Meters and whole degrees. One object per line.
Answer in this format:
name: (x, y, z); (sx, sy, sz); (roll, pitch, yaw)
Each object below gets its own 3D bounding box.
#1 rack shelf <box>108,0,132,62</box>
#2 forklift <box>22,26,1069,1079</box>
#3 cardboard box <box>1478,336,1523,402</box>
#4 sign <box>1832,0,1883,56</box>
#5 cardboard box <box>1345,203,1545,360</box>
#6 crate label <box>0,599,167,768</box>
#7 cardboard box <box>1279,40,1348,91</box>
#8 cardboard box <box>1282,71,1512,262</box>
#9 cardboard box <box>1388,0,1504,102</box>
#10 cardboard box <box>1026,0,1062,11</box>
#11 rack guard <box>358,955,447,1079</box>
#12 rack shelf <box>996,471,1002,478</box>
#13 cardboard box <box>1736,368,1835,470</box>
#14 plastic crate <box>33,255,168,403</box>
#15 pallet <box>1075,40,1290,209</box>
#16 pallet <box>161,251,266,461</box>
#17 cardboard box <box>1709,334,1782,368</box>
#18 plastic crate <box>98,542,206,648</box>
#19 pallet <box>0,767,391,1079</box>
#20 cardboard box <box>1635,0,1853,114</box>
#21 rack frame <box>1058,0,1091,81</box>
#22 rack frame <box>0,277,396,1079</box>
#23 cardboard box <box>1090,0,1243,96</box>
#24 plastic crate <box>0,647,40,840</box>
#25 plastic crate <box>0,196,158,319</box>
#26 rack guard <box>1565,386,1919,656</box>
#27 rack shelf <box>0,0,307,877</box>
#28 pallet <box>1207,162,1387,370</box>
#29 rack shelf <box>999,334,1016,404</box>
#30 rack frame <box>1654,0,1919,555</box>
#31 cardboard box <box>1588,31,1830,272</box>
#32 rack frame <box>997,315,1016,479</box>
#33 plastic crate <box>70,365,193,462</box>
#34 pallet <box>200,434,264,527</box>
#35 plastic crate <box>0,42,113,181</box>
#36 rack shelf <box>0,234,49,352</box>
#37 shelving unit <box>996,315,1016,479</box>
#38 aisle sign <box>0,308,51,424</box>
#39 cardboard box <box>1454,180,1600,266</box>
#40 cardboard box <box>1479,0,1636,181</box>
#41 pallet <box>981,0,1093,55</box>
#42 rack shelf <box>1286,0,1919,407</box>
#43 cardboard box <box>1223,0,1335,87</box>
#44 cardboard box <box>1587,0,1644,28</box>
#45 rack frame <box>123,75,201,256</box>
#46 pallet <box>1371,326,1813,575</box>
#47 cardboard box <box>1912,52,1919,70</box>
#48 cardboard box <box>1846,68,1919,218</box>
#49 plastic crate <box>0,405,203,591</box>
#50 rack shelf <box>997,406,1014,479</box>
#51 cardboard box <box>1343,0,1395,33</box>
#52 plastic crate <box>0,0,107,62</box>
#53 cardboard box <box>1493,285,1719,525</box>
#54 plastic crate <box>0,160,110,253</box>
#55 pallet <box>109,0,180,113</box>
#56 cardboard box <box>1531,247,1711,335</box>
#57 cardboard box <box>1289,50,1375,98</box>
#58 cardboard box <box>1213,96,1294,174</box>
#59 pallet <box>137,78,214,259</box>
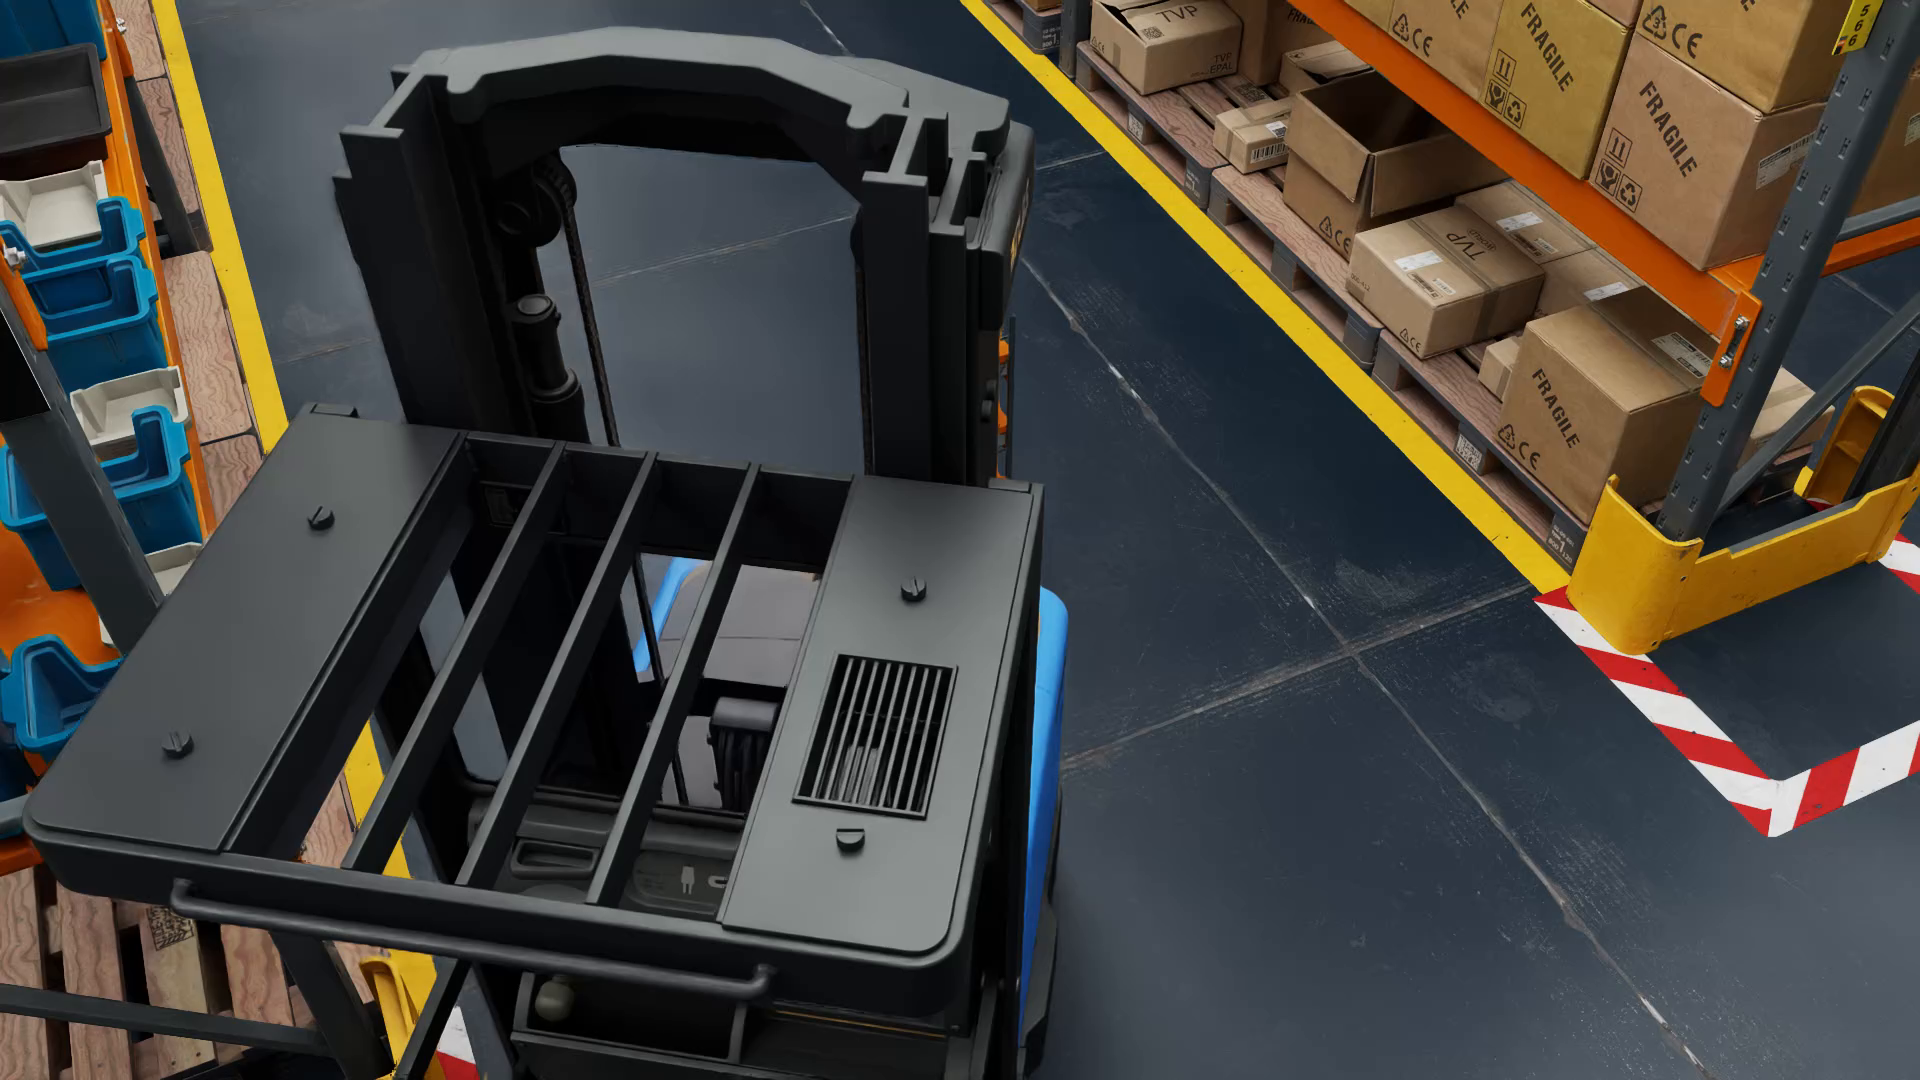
rack shelf: (-4.381, -3.020, 7.187); (1.077, 0.370, 4.000); (-18, 47, -17)
forklift: (-0.466, 0.803, 2.849); (1.130, 2.935, 3.031); (7, 45, 7)
cardboard box: (2.097, -0.619, 5.946); (0.380, 0.166, 0.250); (-18, 47, -17)
sign: (2.126, -1.286, 3.868); (0.100, 0.325, 0.005); (-18, 47, -17)
cardboard box: (1.814, -0.978, 6.250); (0.500, 0.250, 0.500); (-18, 47, -17)
crate label: (-1.663, 0.332, 3.355); (0.416, 0.233, 0.303); (-18, 47, -17)
cardboard box: (1.665, -2.103, 7.462); (0.380, 0.149, 0.250); (-18, 47, -17)
cardboard box: (1.751, -1.534, 6.633); (0.797, 0.503, 0.637); (-18, 47, -17)
cardboard box: (1.776, -1.802, 5.370); (0.500, 0.500, 0.500); (-18, 47, -17)
cardboard box: (0.488, -2.958, 8.079); (0.500, 0.500, 0.500); (-18, 47, -18)
rack guard: (-1.836, 1.449, 3.925); (1.175, 0.500, 0.348); (-18, 47, -17)
rack shelf: (0.022, -0.134, 5.549); (0.215, 0.259, 0.240); (-18, 47, -17)
cardboard box: (2.774, -0.423, 5.759); (0.380, 0.149, 0.250); (-18, 47, -17)
plastic crate: (-2.217, -0.507, 4.205); (0.416, 0.233, 0.300); (-18, 47, -17)
pallet: (1.244, -2.031, 7.658); (1.003, 0.211, 1.213); (-18, 47, -17)
pallet: (-3.195, -0.551, 6.159); (1.003, 0.211, 1.213); (-18, 47, -17)
cardboard box: (2.668, -0.588, 5.915); (0.380, 0.166, 0.250); (-18, 47, -17)
plastic crate: (-1.723, 0.137, 3.621); (0.250, 0.136, 0.298); (-18, 47, -17)
pallet: (-2.169, 1.004, 4.583); (1.003, 0.211, 1.213); (-18, 47, -17)
cardboard box: (2.201, -1.506, 4.358); (0.500, 0.500, 0.500); (-18, 48, -18)
rack frame: (0.956, -3.462, 7.123); (1.000, 3.000, 0.127); (-18, 47, -17)
rack frame: (-1.861, 0.549, 3.058); (0.949, 2.616, 0.053); (-18, 47, -17)
cardboard box: (0.936, -2.330, 7.577); (0.500, 0.311, 0.500); (-18, 47, -17)
plastic crate: (-2.168, 0.356, 3.186); (0.616, 0.435, 0.499); (-18, 47, -17)
plastic crate: (-2.343, -0.699, 4.399); (0.416, 0.233, 0.300); (-18, 47, -17)
rack guard: (2.606, -0.071, 5.466); (1.175, 0.500, 0.348); (-18, 47, -17)
rack shelf: (-2.699, -0.471, 4.603); (1.077, 0.370, 4.000); (-18, 47, -17)
pallet: (1.761, -1.252, 6.869); (1.003, 0.211, 1.213); (-18, 47, -17)
rack shelf: (0.022, -0.534, 5.155); (0.215, 0.259, 0.240); (-18, 47, -17)
rack frame: (2.638, -0.913, 4.539); (1.000, 3.000, 0.127); (-18, 47, -17)
cardboard box: (2.203, -1.153, 4.712); (0.500, 0.500, 0.500); (-17, 47, -16)
rack frame: (0.074, -0.262, 5.268); (0.200, 1.050, 0.008); (-18, 47, -17)
plastic crate: (-2.008, -0.295, 4.059); (0.250, 0.136, 0.298); (-18, 47, -17)
pallet: (-2.679, 0.227, 5.369); (1.003, 0.211, 1.213); (-18, 47, -17)
plastic crate: (-2.825, -1.291, 5.075); (0.437, 0.125, 0.590); (-18, 47, -17)
rack shelf: (-2.699, -1.538, 3.550); (1.077, 0.370, 4.000); (-18, 47, -17)
shelving unit: (0.022, -0.340, 5.347); (0.215, 1.050, 0.252); (-18, 47, -17)
aisle sign: (-1.558, -0.419, 2.188); (0.394, 0.787, 0.004); (-18, 47, -17)
cardboard box: (2.246, -1.158, 6.432); (0.500, 0.250, 0.500); (-18, 47, -17)
cardboard box: (1.981, -1.483, 5.046); (0.500, 0.500, 0.500); (-18, 47, -17)
pallet: (0.580, -2.976, 8.616); (1.003, 0.211, 1.213); (-18, 47, -17)
rack shelf: (1.797, -1.931, 6.084); (1.077, 0.370, 4.000); (-18, 47, -17)
cardboard box: (1.453, -2.449, 7.563); (0.500, 0.500, 0.500); (-18, 47, -17)
cardboard box: (1.988, -1.828, 4.684); (0.500, 0.500, 0.500); (-17, 47, -16)
rack frame: (-3.540, -2.001, 5.642); (1.000, 3.000, 0.127); (-18, 47, -17)
pallet: (2.270, -0.476, 6.082); (1.003, 0.211, 1.213); (-18, 47, -17)
cardboard box: (2.691, -1.665, 4.518); (0.500, 0.500, 0.500); (-17, 47, -16)
cardboard box: (2.691, -1.309, 4.870); (0.500, 0.500, 0.500); (-17, 47, -17)
plastic crate: (-1.940, -0.088, 3.780); (0.416, 0.233, 0.300); (-18, 47, -17)
rack shelf: (0.022, -0.332, 5.354); (0.215, 0.259, 0.240); (-18, 47, -17)
cardboard box: (1.565, -2.123, 5.695); (0.500, 0.500, 0.500); (-19, 48, -18)
plastic crate: (-3.034, -1.820, 5.428); (0.392, 0.384, 0.575); (-18, 47, -17)
cardboard box: (2.186, -0.453, 5.540); (0.500, 0.500, 0.500); (-18, 47, -17)
plastic crate: (-2.535, -0.908, 4.679); (0.293, 0.136, 0.466); (-18, 47, -17)
pallet: (-4.343, -2.291, 7.922); (1.003, 0.211, 1.213); (-18, 47, -17)
cardboard box: (2.456, -0.839, 6.109); (0.500, 0.250, 0.500); (-18, 47, -17)
cardboard box: (1.768, -1.904, 7.145); (0.500, 0.311, 0.500); (-18, 47, -17)
cardboard box: (1.309, -1.730, 7.072); (0.380, 0.166, 0.250); (-18, 47, -17)
pallet: (-3.826, -1.513, 7.133); (1.003, 0.211, 1.213); (-18, 47, -17)
